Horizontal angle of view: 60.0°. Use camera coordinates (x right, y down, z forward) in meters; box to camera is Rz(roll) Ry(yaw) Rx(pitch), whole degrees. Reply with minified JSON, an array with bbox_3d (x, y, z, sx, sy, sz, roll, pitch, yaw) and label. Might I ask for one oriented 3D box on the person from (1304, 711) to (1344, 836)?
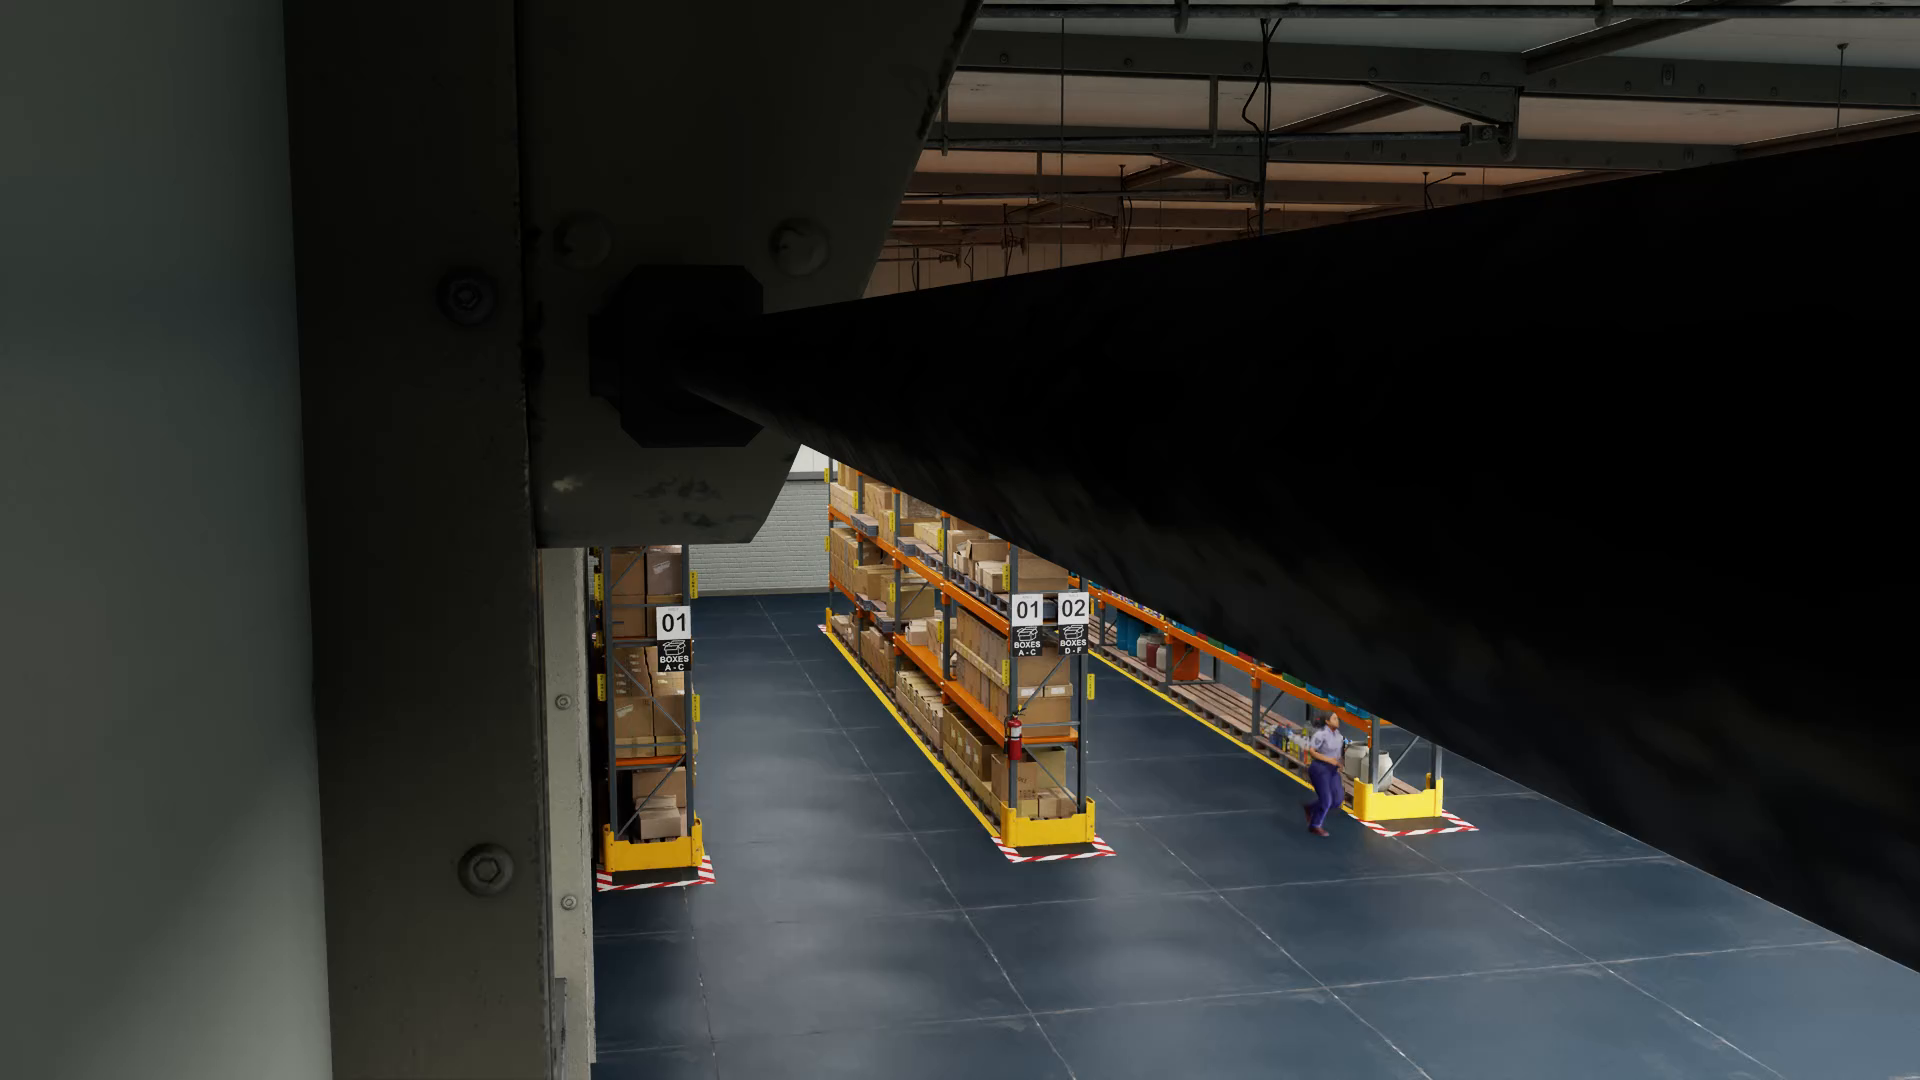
[{"bbox_3d":[4.749,3.006,21.554,0.629,1.584,0.593,-7,9,-44],"label":"person"}]
